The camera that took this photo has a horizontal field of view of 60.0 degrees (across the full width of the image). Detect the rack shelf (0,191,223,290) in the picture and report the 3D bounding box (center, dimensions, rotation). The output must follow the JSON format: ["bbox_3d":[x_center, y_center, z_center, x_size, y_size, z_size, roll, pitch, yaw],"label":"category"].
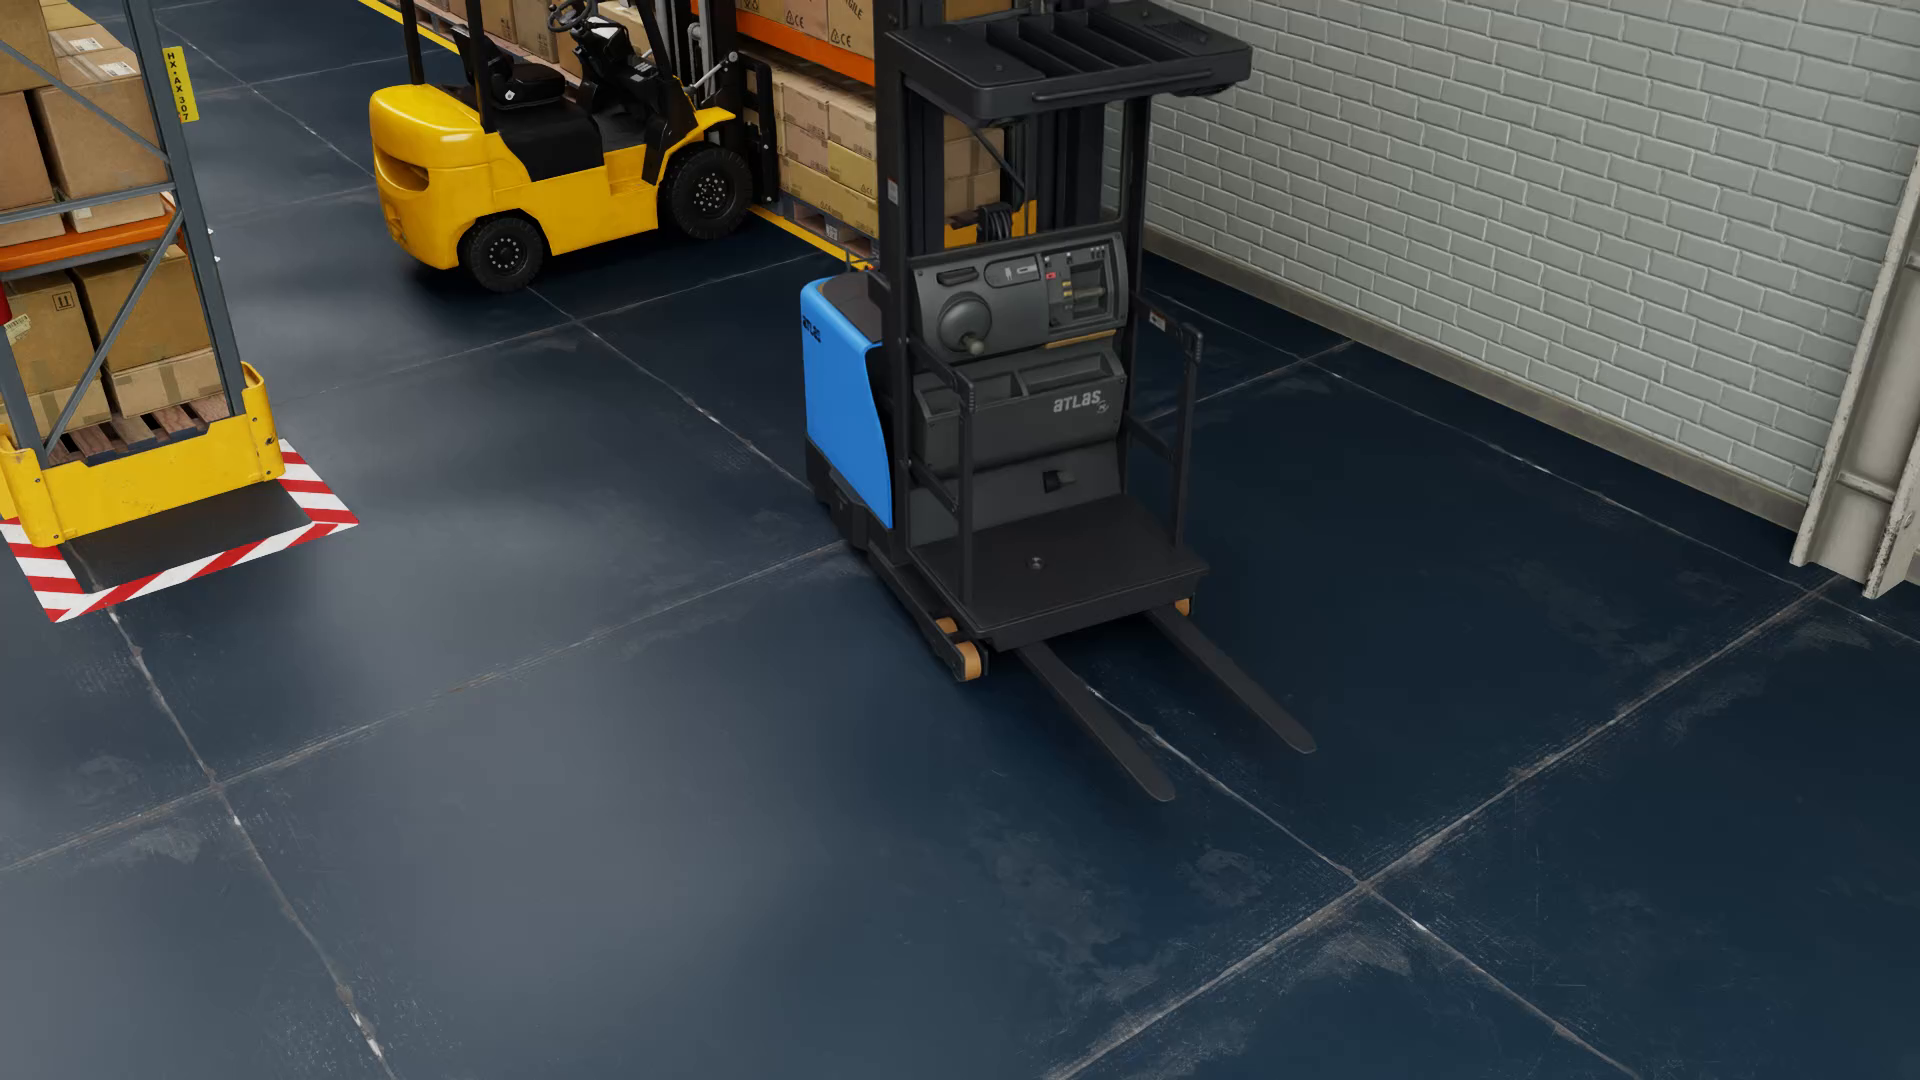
[{"bbox_3d":[-5.086,-1.982,8.779,1.077,0.370,4.000,-22,38,-31],"label":"rack shelf"}]

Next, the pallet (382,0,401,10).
[{"bbox_3d":[-5.274,-5.534,16.460,1.003,0.211,1.213,-22,38,-31],"label":"pallet"}]

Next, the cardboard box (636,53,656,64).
[{"bbox_3d":[-2.030,-3.440,12.180,0.500,0.250,0.500,-22,38,-32],"label":"cardboard box"}]

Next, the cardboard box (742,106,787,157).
[{"bbox_3d":[-1.118,-2.806,11.160,0.500,0.250,0.500,-23,39,-32],"label":"cardboard box"}]

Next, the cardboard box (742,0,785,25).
[{"bbox_3d":[-1.075,-3.656,10.699,0.500,0.500,0.500,-23,39,-32],"label":"cardboard box"}]

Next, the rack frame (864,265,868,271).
[{"bbox_3d":[-0.353,-0.860,8.126,0.200,1.050,0.008,-13,33,-20],"label":"rack frame"}]

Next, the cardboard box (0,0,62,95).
[{"bbox_3d":[-4.345,-2.189,7.108,0.700,0.500,0.500,-23,39,-33],"label":"cardboard box"}]

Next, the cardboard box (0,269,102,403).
[{"bbox_3d":[-4.557,-1.032,8.066,0.500,0.500,0.500,-22,38,-31],"label":"cardboard box"}]

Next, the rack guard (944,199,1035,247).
[{"bbox_3d":[0.074,-1.989,10.479,1.175,0.500,0.348,-22,38,-31],"label":"rack guard"}]

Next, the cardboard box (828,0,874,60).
[{"bbox_3d":[-0.450,-3.224,10.003,0.500,0.500,0.500,-23,39,-32],"label":"cardboard box"}]

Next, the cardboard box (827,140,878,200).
[{"bbox_3d":[-0.486,-2.386,10.482,0.500,0.250,0.500,-23,38,-32],"label":"cardboard box"}]

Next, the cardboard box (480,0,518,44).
[{"bbox_3d":[-3.655,-4.750,14.408,0.875,0.625,0.625,-24,39,-33],"label":"cardboard box"}]

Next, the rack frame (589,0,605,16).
[{"bbox_3d":[-2.394,-4.728,12.520,1.000,3.000,0.127,-22,38,-31],"label":"rack frame"}]

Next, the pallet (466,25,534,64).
[{"bbox_3d":[-3.629,-4.347,14.549,1.003,0.211,1.213,-22,38,-31],"label":"pallet"}]

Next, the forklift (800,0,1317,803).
[{"bbox_3d":[0.348,-0.930,6.469,1.130,2.935,3.031,-14,35,-22],"label":"forklift"}]

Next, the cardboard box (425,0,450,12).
[{"bbox_3d":[-4.475,-5.300,15.294,0.875,0.625,0.625,-21,38,-30],"label":"cardboard box"}]

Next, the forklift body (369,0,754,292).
[{"bbox_3d":[-2.545,-2.901,10.382,2.313,2.155,1.214,-22,38,-31],"label":"forklift body"}]

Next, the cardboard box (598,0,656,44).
[{"bbox_3d":[-2.345,-3.860,12.383,0.500,0.250,0.500,-23,39,-32],"label":"cardboard box"}]

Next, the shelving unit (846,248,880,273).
[{"bbox_3d":[-0.403,-0.916,8.223,0.215,1.050,0.252,-13,33,-20],"label":"shelving unit"}]

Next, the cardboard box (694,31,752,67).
[{"bbox_3d":[-1.725,-3.440,11.706,0.500,0.250,0.500,-21,37,-30],"label":"cardboard box"}]

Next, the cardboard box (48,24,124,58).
[{"bbox_3d":[-4.251,-2.124,7.951,0.500,0.500,0.500,-21,38,-30],"label":"cardboard box"}]

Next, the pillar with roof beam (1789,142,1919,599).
[{"bbox_3d":[0.623,-2.298,2.921,9.100,9.000,0.400,-22,38,-31],"label":"pillar with roof beam"}]

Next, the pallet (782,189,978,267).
[{"bbox_3d":[-0.443,-2.182,11.063,1.003,0.211,1.213,-22,38,-31],"label":"pallet"}]

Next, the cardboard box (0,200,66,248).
[{"bbox_3d":[-4.258,-1.434,7.453,0.380,0.149,0.250,-21,37,-30],"label":"cardboard box"}]

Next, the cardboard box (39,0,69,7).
[{"bbox_3d":[-4.883,-2.546,8.629,0.500,0.500,0.500,-23,39,-32],"label":"cardboard box"}]

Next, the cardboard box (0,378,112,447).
[{"bbox_3d":[-4.582,-0.724,8.280,0.500,0.250,0.500,-22,38,-32],"label":"cardboard box"}]

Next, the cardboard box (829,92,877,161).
[{"bbox_3d":[-0.470,-2.587,10.333,0.500,0.250,0.500,-21,37,-30],"label":"cardboard box"}]

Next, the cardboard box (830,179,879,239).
[{"bbox_3d":[-0.478,-2.165,10.601,0.500,0.250,0.500,-22,38,-31],"label":"cardboard box"}]

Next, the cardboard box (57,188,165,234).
[{"bbox_3d":[-3.904,-1.555,7.650,0.380,0.149,0.250,-22,38,-31],"label":"cardboard box"}]

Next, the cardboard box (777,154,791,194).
[{"bbox_3d":[-1.076,-2.587,11.280,0.500,0.250,0.500,-22,38,-31],"label":"cardboard box"}]

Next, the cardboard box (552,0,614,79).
[{"bbox_3d":[-2.722,-4.112,13.380,0.875,0.625,0.625,-20,37,-29],"label":"cardboard box"}]

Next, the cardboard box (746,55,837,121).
[{"bbox_3d":[-1.105,-3.005,11.006,0.500,0.250,0.500,-22,38,-31],"label":"cardboard box"}]

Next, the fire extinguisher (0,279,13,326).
[{"bbox_3d":[-4.153,-1.224,6.951,0.296,0.674,0.183,-22,38,-31],"label":"fire extinguisher"}]

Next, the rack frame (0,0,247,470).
[{"bbox_3d":[-3.859,-1.454,7.247,1.000,3.000,0.127,-22,38,-31],"label":"rack frame"}]
